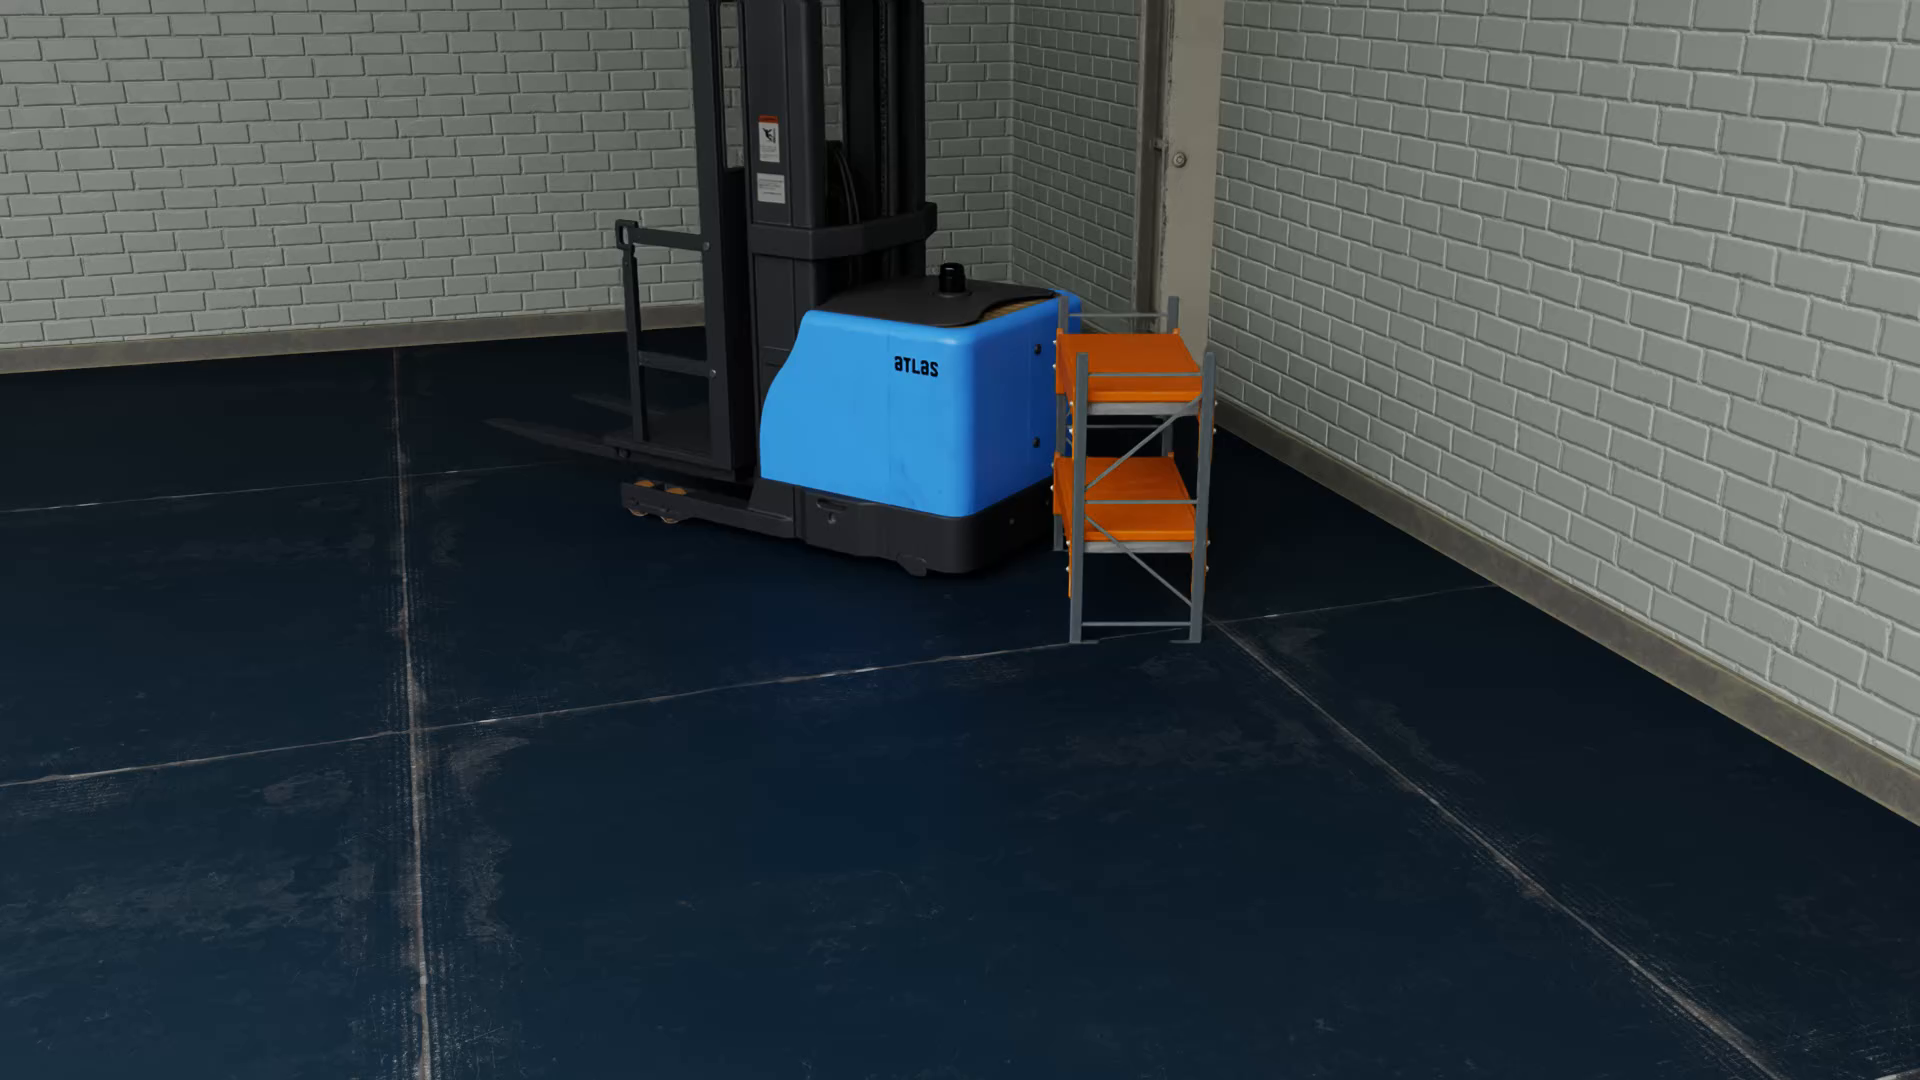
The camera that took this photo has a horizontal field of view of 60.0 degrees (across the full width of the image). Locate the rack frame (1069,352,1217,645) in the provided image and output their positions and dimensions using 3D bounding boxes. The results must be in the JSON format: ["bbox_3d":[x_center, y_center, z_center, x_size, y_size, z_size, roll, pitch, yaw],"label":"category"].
[{"bbox_3d":[0.667,-0.139,6.138,0.500,1.125,0.032,0,20,0],"label":"rack frame"}]

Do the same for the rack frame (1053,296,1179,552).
[{"bbox_3d":[0.659,-0.482,7.095,0.500,1.125,0.032,0,20,0],"label":"rack frame"}]

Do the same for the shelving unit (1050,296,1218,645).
[{"bbox_3d":[0.663,-0.310,6.617,0.538,1.125,1.048,0,20,0],"label":"shelving unit"}]

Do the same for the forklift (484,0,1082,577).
[{"bbox_3d":[-0.967,-1.588,7.501,3.031,2.935,1.130,12,23,31],"label":"forklift"}]

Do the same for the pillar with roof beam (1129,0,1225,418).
[{"bbox_3d":[-2.910,-4.539,6.742,9.100,9.000,0.400,-6,21,-17],"label":"pillar with roof beam"}]

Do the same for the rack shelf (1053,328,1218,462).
[{"bbox_3d":[0.663,-0.586,6.518,0.538,0.278,1.000,0,20,0],"label":"rack shelf"}]

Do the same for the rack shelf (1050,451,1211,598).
[{"bbox_3d":[0.663,-0.080,6.700,0.538,0.278,1.000,0,20,0],"label":"rack shelf"}]
